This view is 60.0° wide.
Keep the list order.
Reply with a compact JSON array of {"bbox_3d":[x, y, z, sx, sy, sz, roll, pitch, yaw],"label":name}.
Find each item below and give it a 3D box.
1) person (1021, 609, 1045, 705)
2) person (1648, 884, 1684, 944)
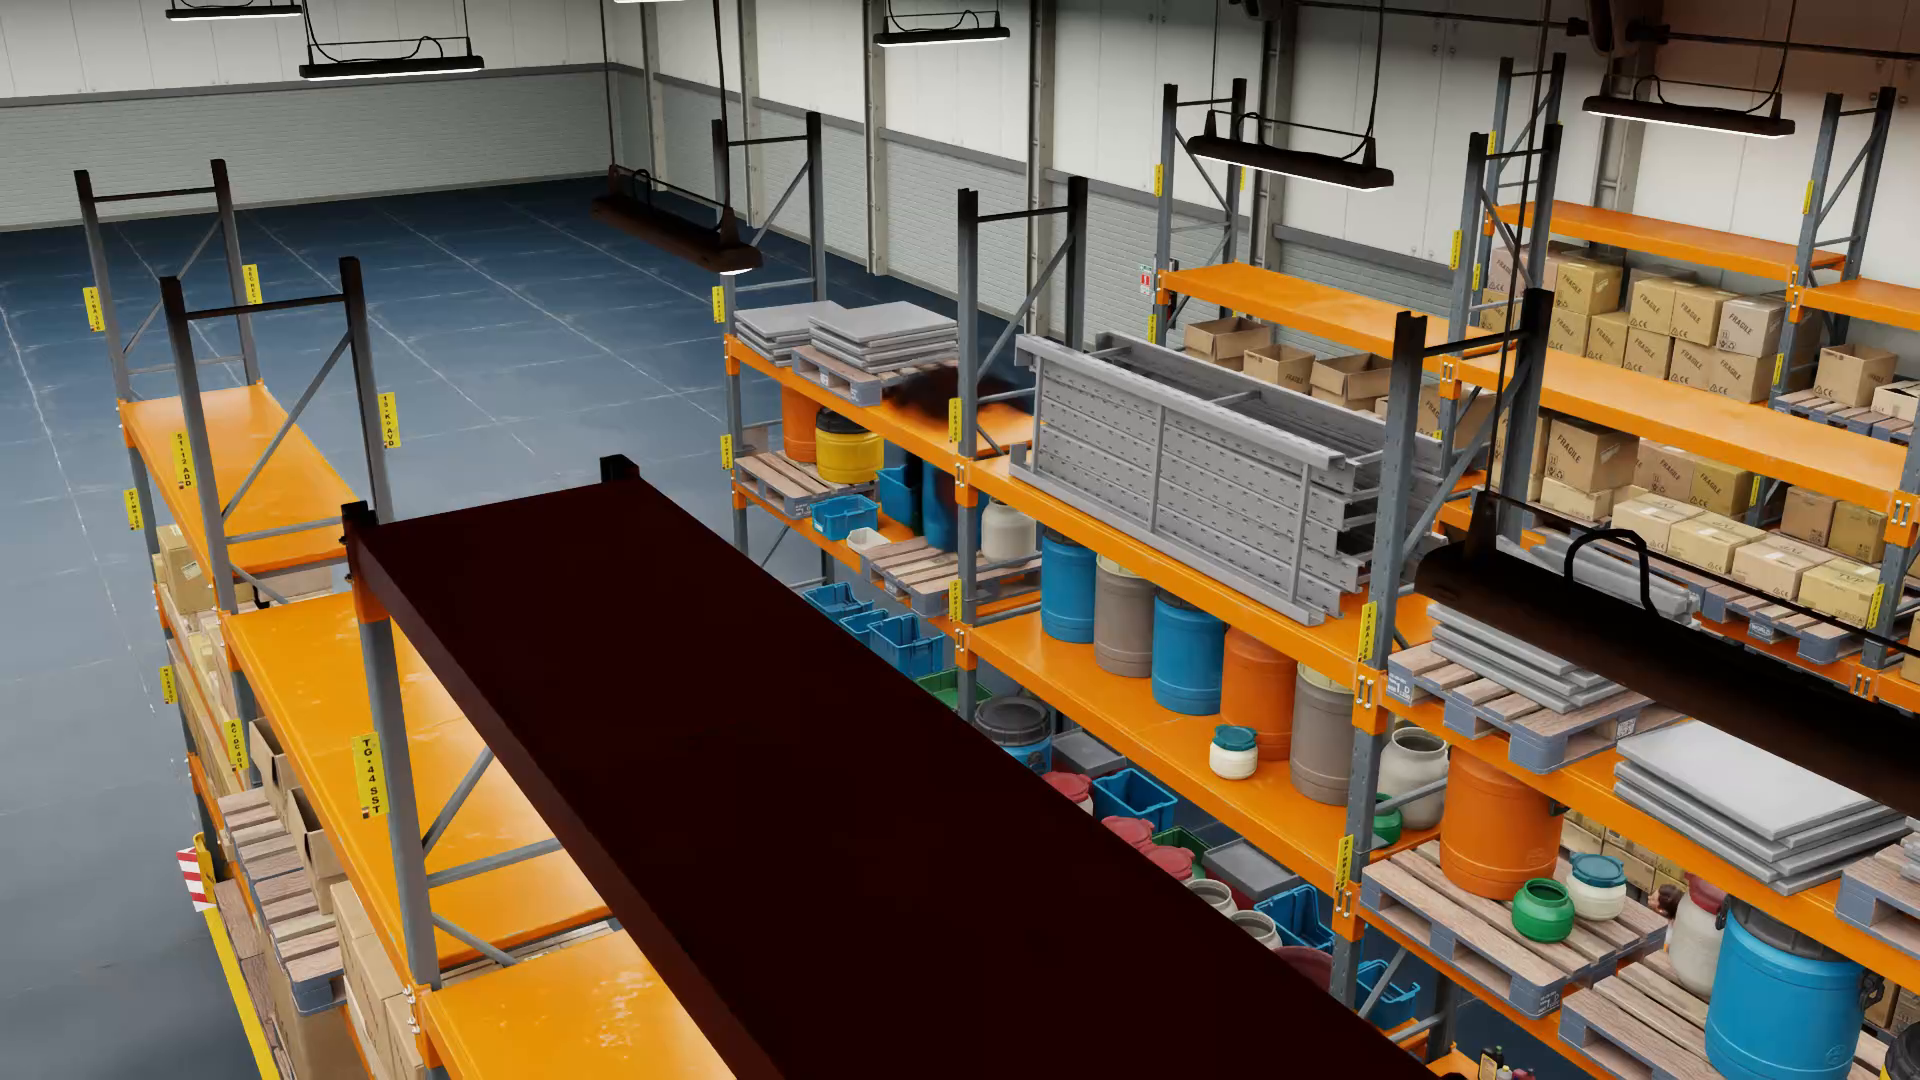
[{"bbox_3d":[0.688,1.271,15.815,0.344,1.769,0.687,-5,22,-11],"label":"person"},{"bbox_3d":[4.797,3.090,11.532,0.568,1.652,0.973,-14,26,-31],"label":"person"}]
